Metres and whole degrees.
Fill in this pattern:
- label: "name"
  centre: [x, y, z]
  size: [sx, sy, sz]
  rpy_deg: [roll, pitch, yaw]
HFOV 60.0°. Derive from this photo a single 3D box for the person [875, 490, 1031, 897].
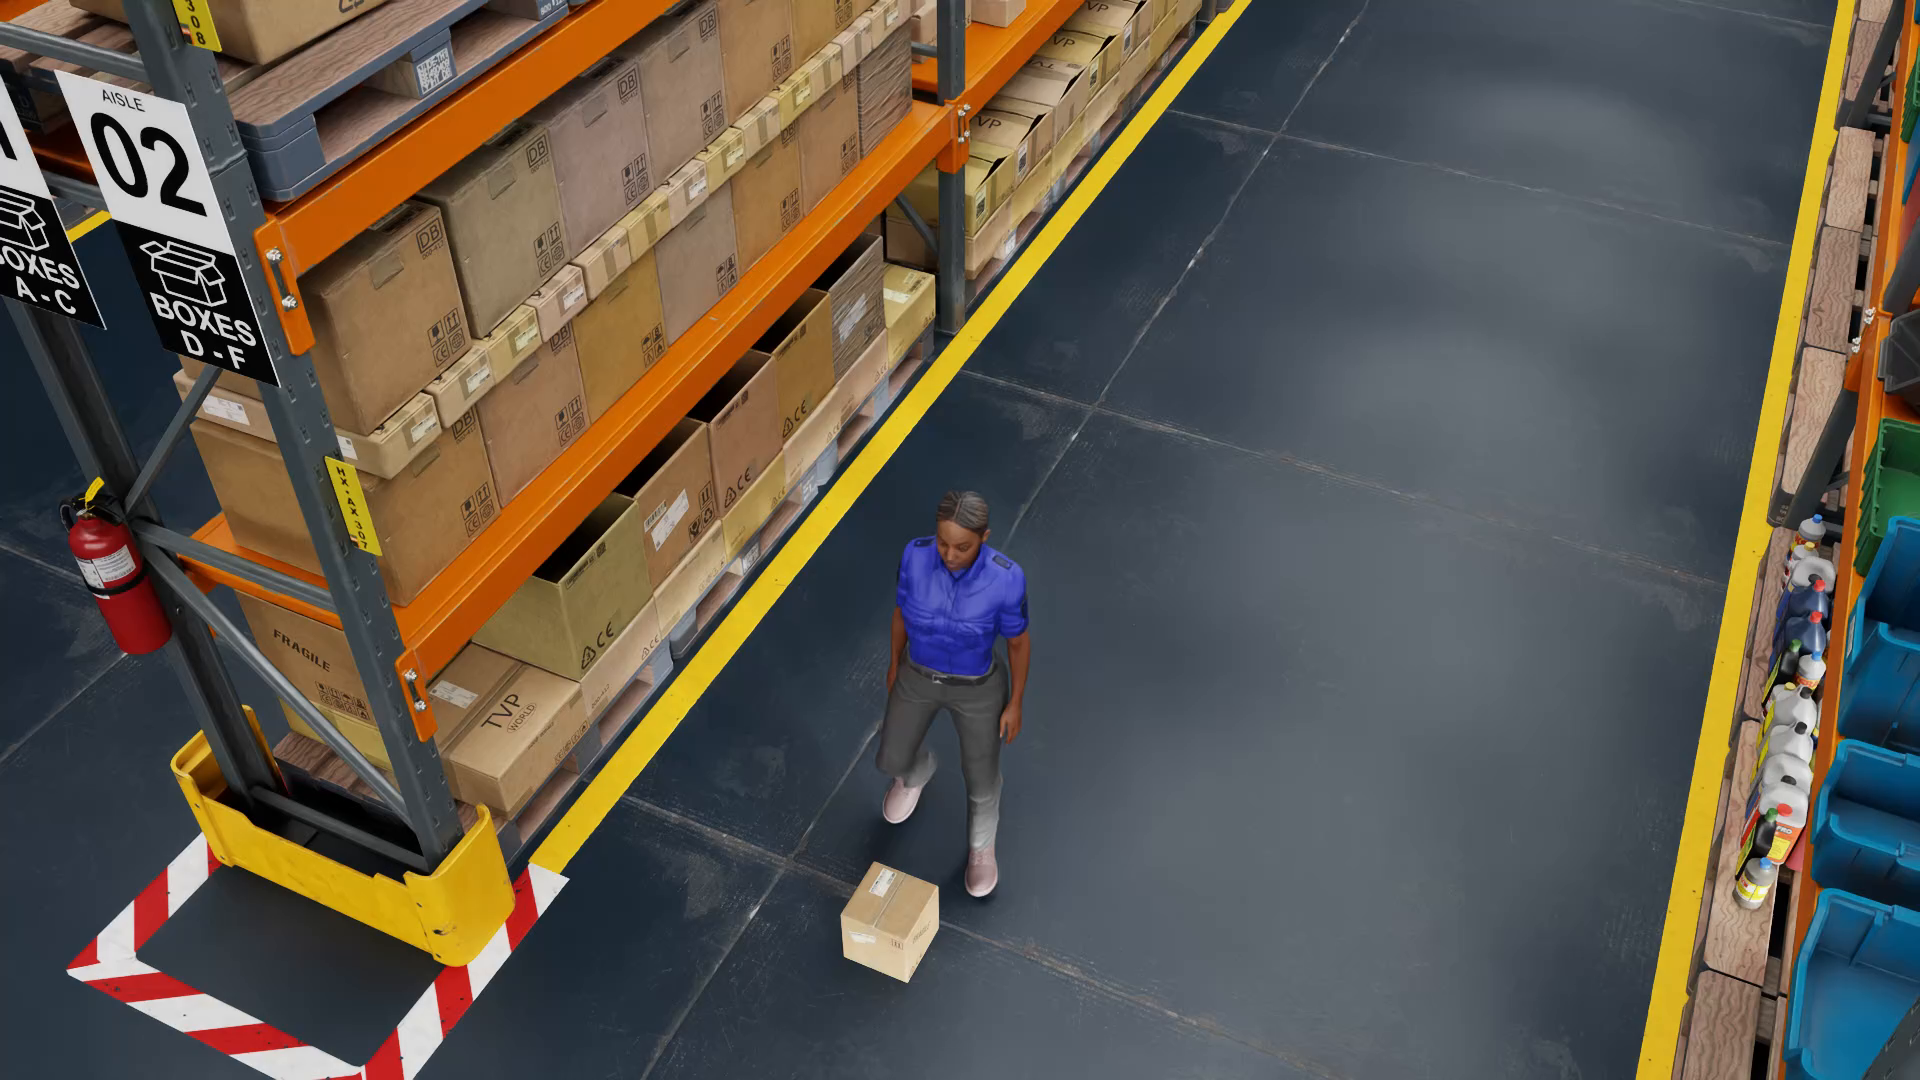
- label: "person"
  centre: [-0.037, 0.483, 5.600]
  size: [0.542, 1.663, 0.484]
  rpy_deg: [10, 43, 11]
